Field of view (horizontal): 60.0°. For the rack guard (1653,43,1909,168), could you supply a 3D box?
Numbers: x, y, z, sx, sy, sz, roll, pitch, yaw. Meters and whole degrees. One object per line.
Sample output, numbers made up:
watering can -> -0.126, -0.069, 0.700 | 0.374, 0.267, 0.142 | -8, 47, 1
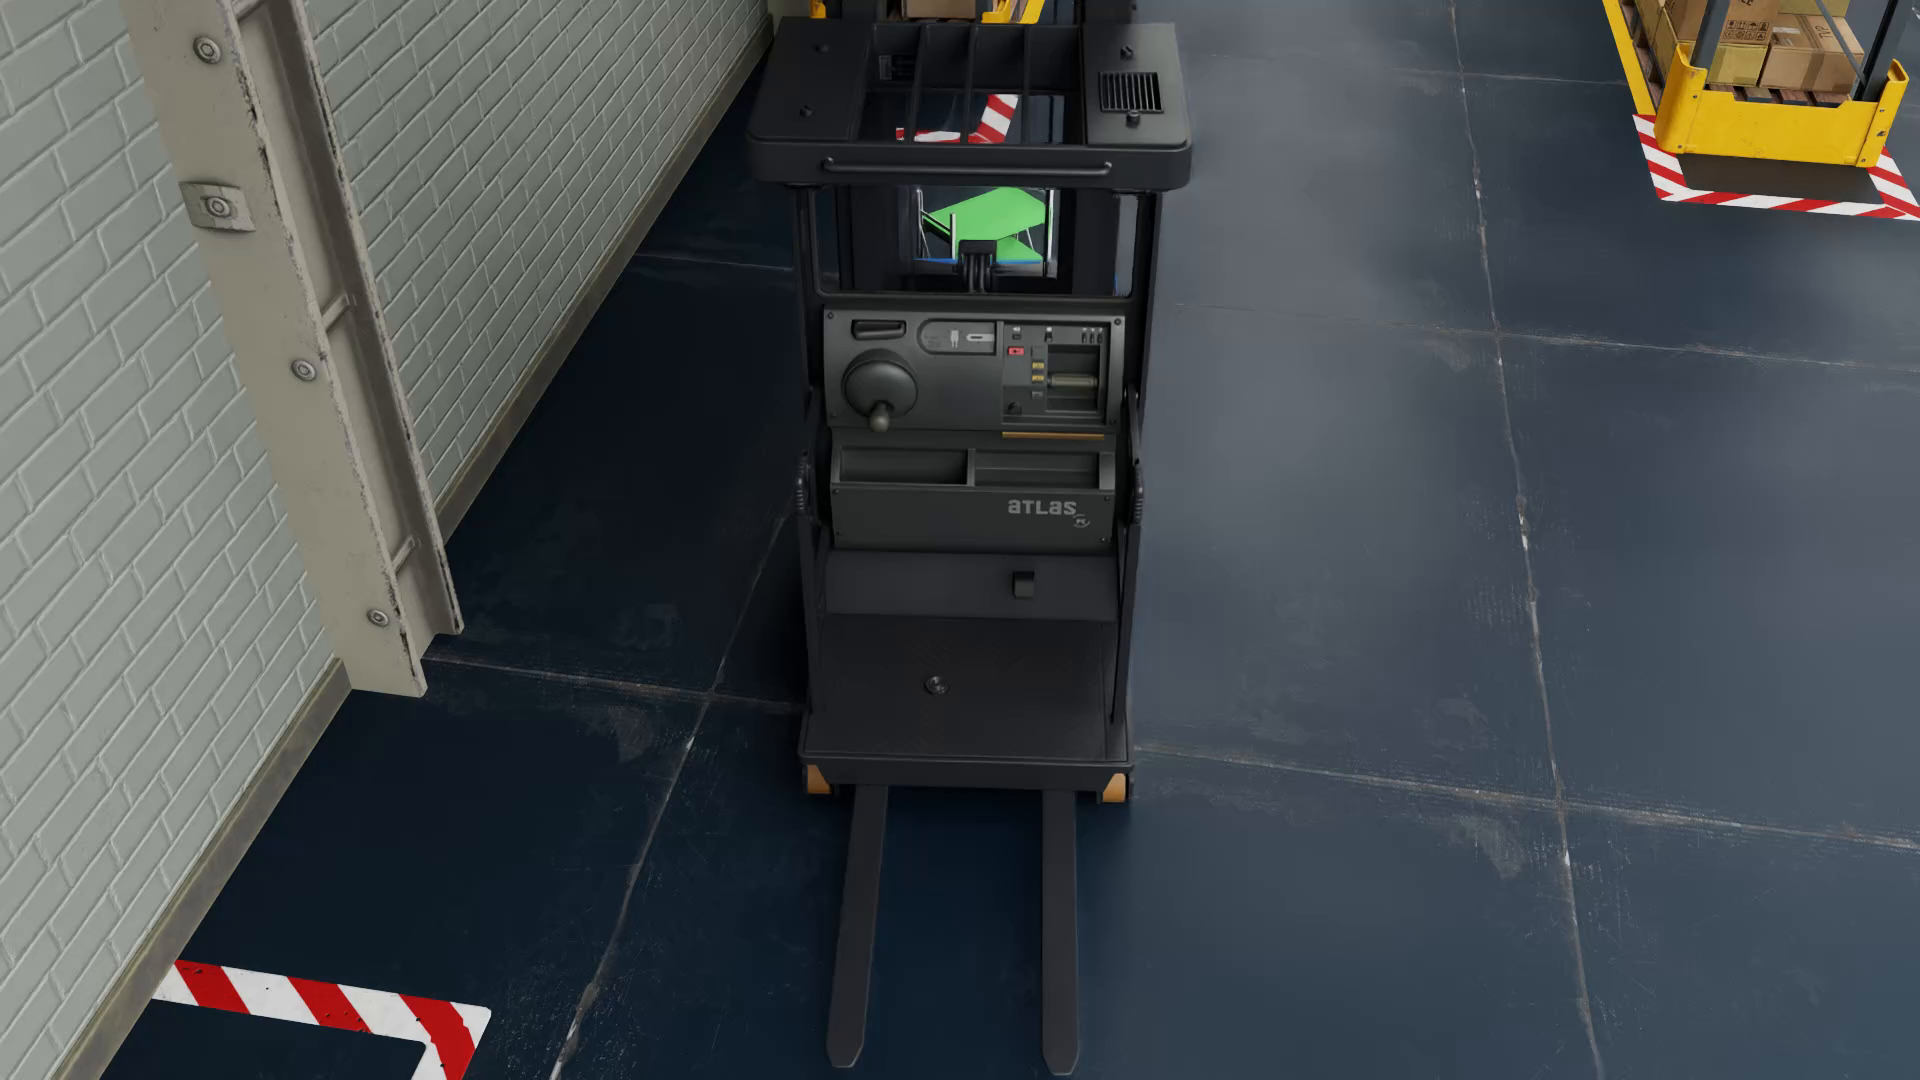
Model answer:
rack guard -> 4.567, -2.432, 9.300 | 1.175, 0.500, 0.348 | 6, 40, 8

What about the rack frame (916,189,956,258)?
rack frame -> -0.094, -0.852, 6.839 | 0.015, 1.200, 0.240 | -26, 46, -28

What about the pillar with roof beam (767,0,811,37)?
pillar with roof beam -> 3.200, -6.327, 7.340 | 9.100, 9.000, 0.400 | 6, 40, 8

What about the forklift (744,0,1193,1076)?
forklift -> 0.035, -0.448, 4.991 | 1.130, 2.935, 3.031 | 1, 40, 2

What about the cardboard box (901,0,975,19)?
cardboard box -> -0.100, -3.512, 10.409 | 0.500, 0.311, 0.500 | 2, 40, 3

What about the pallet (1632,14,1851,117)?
pallet -> 4.662, -2.821, 9.996 | 1.003, 0.211, 1.213 | 6, 40, 8

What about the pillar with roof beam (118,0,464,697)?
pillar with roof beam -> 2.162, -2.561, 2.786 | 9.100, 9.000, 0.400 | 6, 40, 8

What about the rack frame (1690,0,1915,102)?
rack frame -> 4.571, -3.411, 8.521 | 1.000, 3.000, 0.127 | 6, 40, 8

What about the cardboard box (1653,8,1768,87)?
cardboard box -> 4.373, -2.882, 9.710 | 0.500, 0.250, 0.500 | 6, 40, 8

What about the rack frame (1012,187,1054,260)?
rack frame -> 0.296, -1.039, 7.065 | 0.015, 1.200, 0.240 | -26, 46, -28

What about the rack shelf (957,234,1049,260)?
rack shelf -> 0.101, -1.081, 6.840 | 0.480, 0.148, 0.258 | -26, 46, -28

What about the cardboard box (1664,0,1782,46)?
cardboard box -> 4.371, -3.171, 9.472 | 0.500, 0.500, 0.500 | 6, 40, 8

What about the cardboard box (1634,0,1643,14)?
cardboard box -> 4.532, -3.511, 10.471 | 0.500, 0.250, 0.500 | 6, 40, 8

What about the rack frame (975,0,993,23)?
rack frame -> -0.309, -3.955, 9.179 | 1.000, 3.000, 0.127 | 6, 40, 8

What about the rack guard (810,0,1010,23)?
rack guard -> -0.296, -3.039, 10.033 | 1.175, 0.500, 0.348 | 6, 40, 8

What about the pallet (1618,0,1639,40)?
pallet -> 4.875, -3.584, 10.919 | 1.003, 0.211, 1.213 | 6, 40, 8

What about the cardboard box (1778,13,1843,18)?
cardboard box -> 4.966, -3.139, 10.021 | 0.500, 0.250, 0.500 | 6, 40, 8

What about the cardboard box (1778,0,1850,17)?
cardboard box -> 4.967, -3.428, 9.782 | 0.500, 0.500, 0.500 | 6, 40, 8

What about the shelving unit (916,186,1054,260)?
shelving unit -> 0.101, -0.945, 6.952 | 0.503, 1.200, 0.258 | -26, 46, -28

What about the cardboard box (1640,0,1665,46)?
cardboard box -> 4.447, -3.197, 10.091 | 0.500, 0.250, 0.500 | 6, 40, 8

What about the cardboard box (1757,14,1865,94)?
cardboard box -> 4.883, -2.825, 9.641 | 0.500, 0.250, 0.500 | 6, 40, 8

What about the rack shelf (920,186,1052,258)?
rack shelf -> 0.101, -1.266, 6.687 | 0.480, 0.148, 0.258 | -26, 46, -28

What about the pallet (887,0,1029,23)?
pallet -> -0.120, -3.434, 10.737 | 1.003, 0.211, 1.213 | 6, 40, 8
